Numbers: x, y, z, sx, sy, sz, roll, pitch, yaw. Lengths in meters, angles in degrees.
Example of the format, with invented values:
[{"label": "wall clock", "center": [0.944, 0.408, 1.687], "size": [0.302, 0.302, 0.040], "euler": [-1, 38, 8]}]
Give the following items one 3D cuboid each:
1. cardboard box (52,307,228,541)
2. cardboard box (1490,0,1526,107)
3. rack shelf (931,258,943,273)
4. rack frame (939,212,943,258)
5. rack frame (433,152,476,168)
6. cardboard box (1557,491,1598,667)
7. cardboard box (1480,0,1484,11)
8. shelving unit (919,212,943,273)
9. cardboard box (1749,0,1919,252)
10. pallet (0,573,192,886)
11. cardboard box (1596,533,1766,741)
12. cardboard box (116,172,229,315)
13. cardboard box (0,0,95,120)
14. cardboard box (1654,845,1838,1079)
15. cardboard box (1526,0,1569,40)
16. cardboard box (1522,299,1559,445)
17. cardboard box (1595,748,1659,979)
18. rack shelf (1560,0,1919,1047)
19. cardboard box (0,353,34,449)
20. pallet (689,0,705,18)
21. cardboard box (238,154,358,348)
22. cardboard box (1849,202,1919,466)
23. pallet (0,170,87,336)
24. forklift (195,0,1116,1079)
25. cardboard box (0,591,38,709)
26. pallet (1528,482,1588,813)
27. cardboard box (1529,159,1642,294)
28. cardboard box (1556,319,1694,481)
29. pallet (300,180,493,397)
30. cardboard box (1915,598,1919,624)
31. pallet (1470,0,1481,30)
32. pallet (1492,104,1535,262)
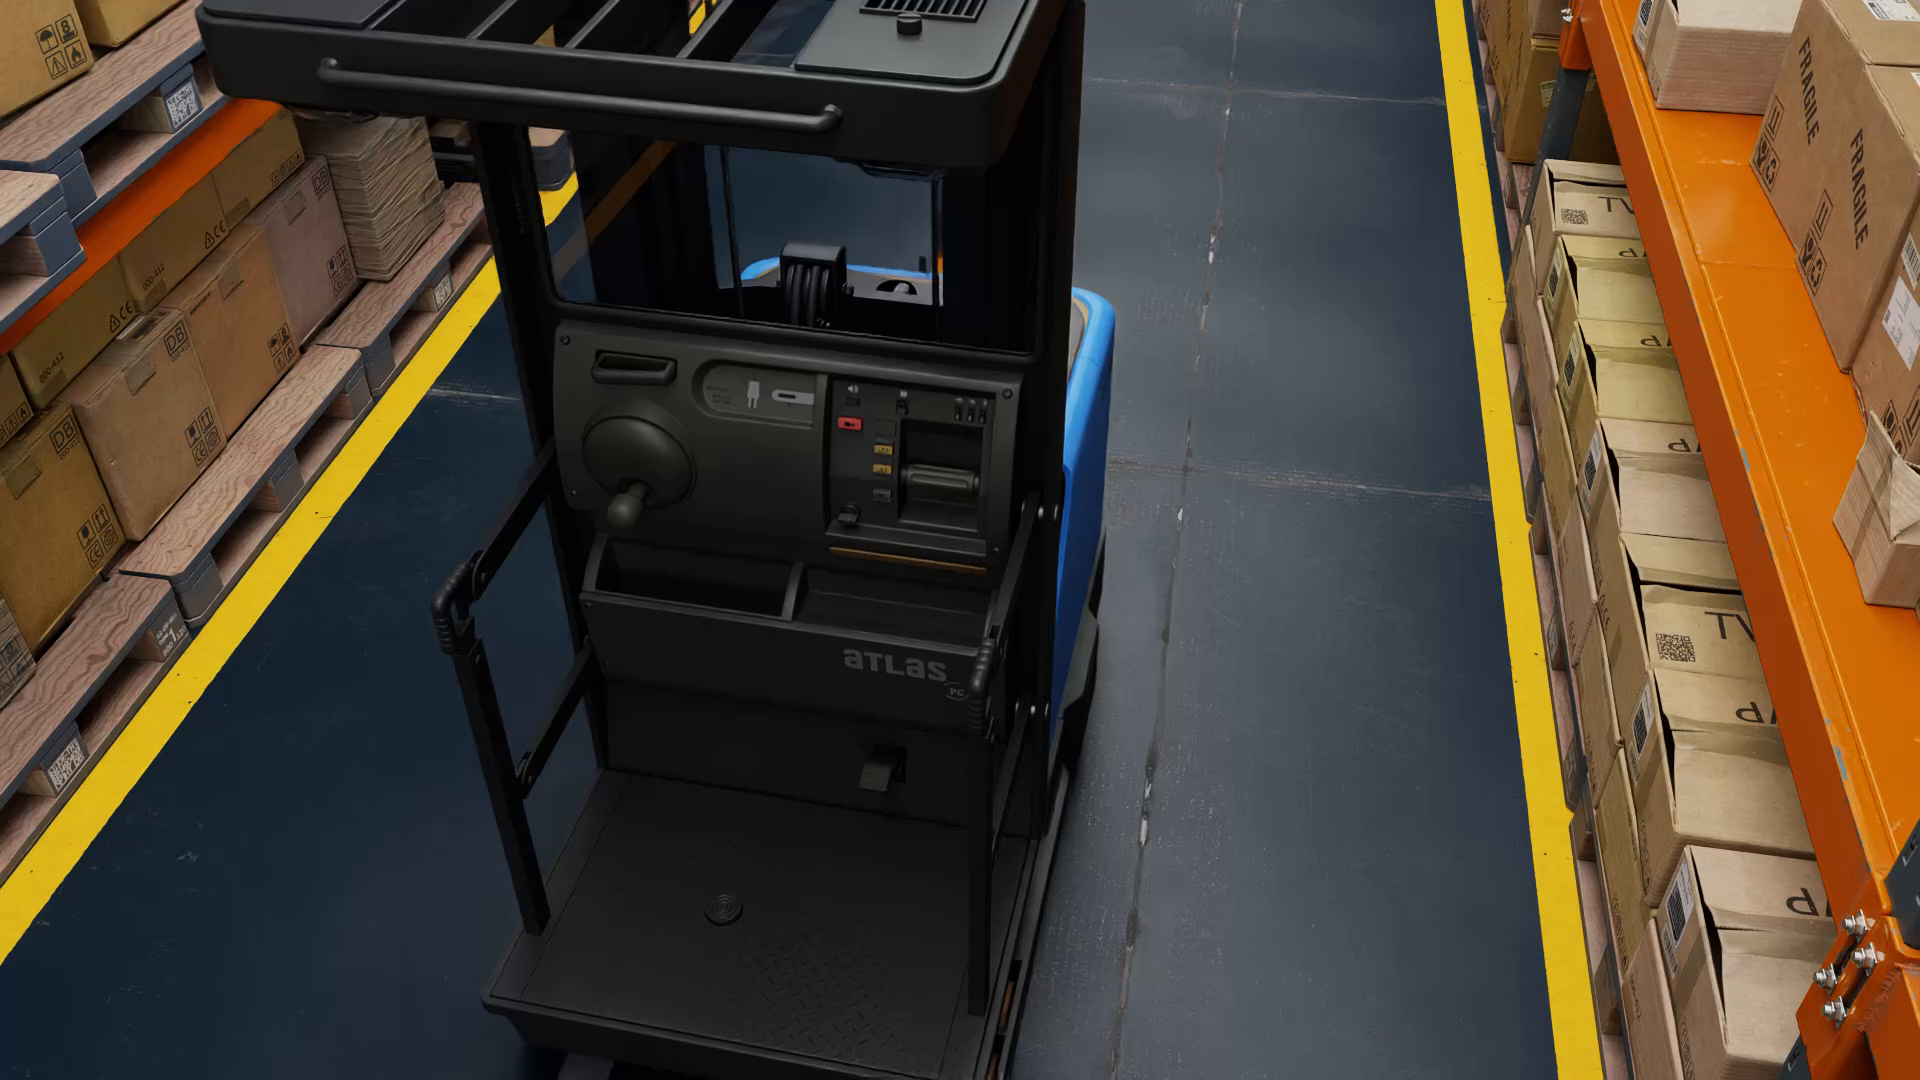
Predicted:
[{"label": "cardboard box", "center": [-2.707, -0.382, 4.974], "size": [0.700, 0.500, 0.500], "euler": [7, 40, 8]}, {"label": "cardboard box", "center": [2.607, -2.177, 7.145], "size": [0.500, 0.500, 0.500], "euler": [5, 40, 6]}, {"label": "rack shelf", "center": [0.009, -0.649, 4.782], "size": [0.215, 0.259, 0.240], "euler": [6, 40, 8]}, {"label": "rack frame", "center": [0.030, -0.515, 5.049], "size": [0.200, 1.050, 0.008], "euler": [6, 40, 8]}, {"label": "rack frame", "center": [-2.293, -2.577, 6.012], "size": [1.000, 3.000, 0.127], "euler": [6, 40, 8]}, {"label": "cardboard box", "center": [1.947, 0.126, 4.572], "size": [0.500, 0.250, 0.500], "euler": [7, 40, 9]}, {"label": "cardboard box", "center": [2.779, -2.824, 7.928], "size": [0.500, 0.500, 0.500], "euler": [7, 40, 8]}, {"label": "shelving unit", "center": [0.009, -0.438, 4.956], "size": [0.215, 1.050, 0.252], "euler": [6, 40, 8]}, {"label": "cardboard box", "center": [2.312, -1.016, 4.047], "size": [0.500, 0.500, 0.500], "euler": [4, 40, 5]}, {"label": "pallet", "center": [-2.852, 0.520, 4.456], "size": [1.003, 0.211, 1.213], "euler": [6, 40, 8]}, {"label": "cardboard box", "center": [1.854, 0.233, 4.002], "size": [0.500, 0.311, 0.500], "euler": [6, 40, 8]}, {"label": "cardboard box", "center": [-2.611, -0.940, 5.061], "size": [0.500, 0.250, 0.500], "euler": [6, 40, 7]}, {"label": "cardboard box", "center": [-2.677, -1.357, 4.113], "size": [0.700, 0.500, 0.500], "euler": [12, 41, 14]}, {"label": "cardboard box", "center": [1.682, 0.874, 3.228], "size": [0.500, 0.311, 0.500], "euler": [6, 40, 8]}, {"label": "cardboard box", "center": [2.522, -2.177, 6.557], "size": [0.500, 0.250, 0.500], "euler": [8, 40, 9]}, {"label": "cardboard box", "center": [2.120, -0.523, 5.357], "size": [0.500, 0.250, 0.500], "euler": [5, 40, 6]}, {"label": "cardboard box", "center": [1.770, 0.766, 3.798], "size": [0.500, 0.250, 0.500], "euler": [6, 40, 7]}, {"label": "rack shelf", "center": [2.240, -0.500, 4.066], "size": [1.077, 0.370, 4.000], "euler": [6, 40, 8]}, {"label": "cardboard box", "center": [-2.802, -0.302, 4.289], "size": [0.500, 0.250, 0.500], "euler": [6, 40, 7]}, {"label": "pallet", "center": [-1.869, -2.752, 8.413], "size": [1.003, 0.211, 1.213], "euler": [6, 40, 8]}, {"label": "cardboard box", "center": [-2.570, -1.015, 5.740], "size": [0.700, 0.500, 0.500], "euler": [6, 40, 8]}, {"label": "cardboard box", "center": [2.134, -0.372, 3.267], "size": [0.500, 0.500, 0.500], "euler": [9, 40, 11]}, {"label": "pallet", "center": [-2.710, -0.456, 3.598], "size": [1.003, 0.211, 1.213], "euler": [6, 40, 8]}, {"label": "forklift", "center": [-0.390, -0.104, 3.076], "size": [1.130, 2.935, 3.031], "euler": [8, 40, 9]}, {"label": "cardboard box", "center": [-2.875, 0.264, 4.193], "size": [0.700, 0.500, 0.500], "euler": [8, 40, 9]}, {"label": "pallet", "center": [2.192, 0.318, 4.700], "size": [1.003, 0.211, 1.213], "euler": [6, 40, 8]}, {"label": "cardboard box", "center": [2.206, -1.055, 5.560], "size": [0.500, 0.311, 0.500], "euler": [8, 40, 9]}, {"label": "cardboard box", "center": [2.033, -0.404, 4.773], "size": [0.500, 0.311, 0.500], "euler": [5, 40, 6]}, {"label": "pallet", "center": [-2.430, -1.012, 6.308], "size": [1.003, 0.211, 1.213], "euler": [6, 40, 8]}, {"label": "cardboard box", "center": [1.936, 0.222, 2.746], "size": [0.500, 0.250, 0.500], "euler": [9, 40, 10]}, {"label": "pallet", "center": [3.175, -2.954, 8.657], "size": [1.003, 0.211, 1.213], "euler": [6, 40, 8]}, {"label": "pallet", "center": [2.753, -1.422, 6.805], "size": [1.003, 0.211, 1.213], "euler": [6, 40, 8]}]
